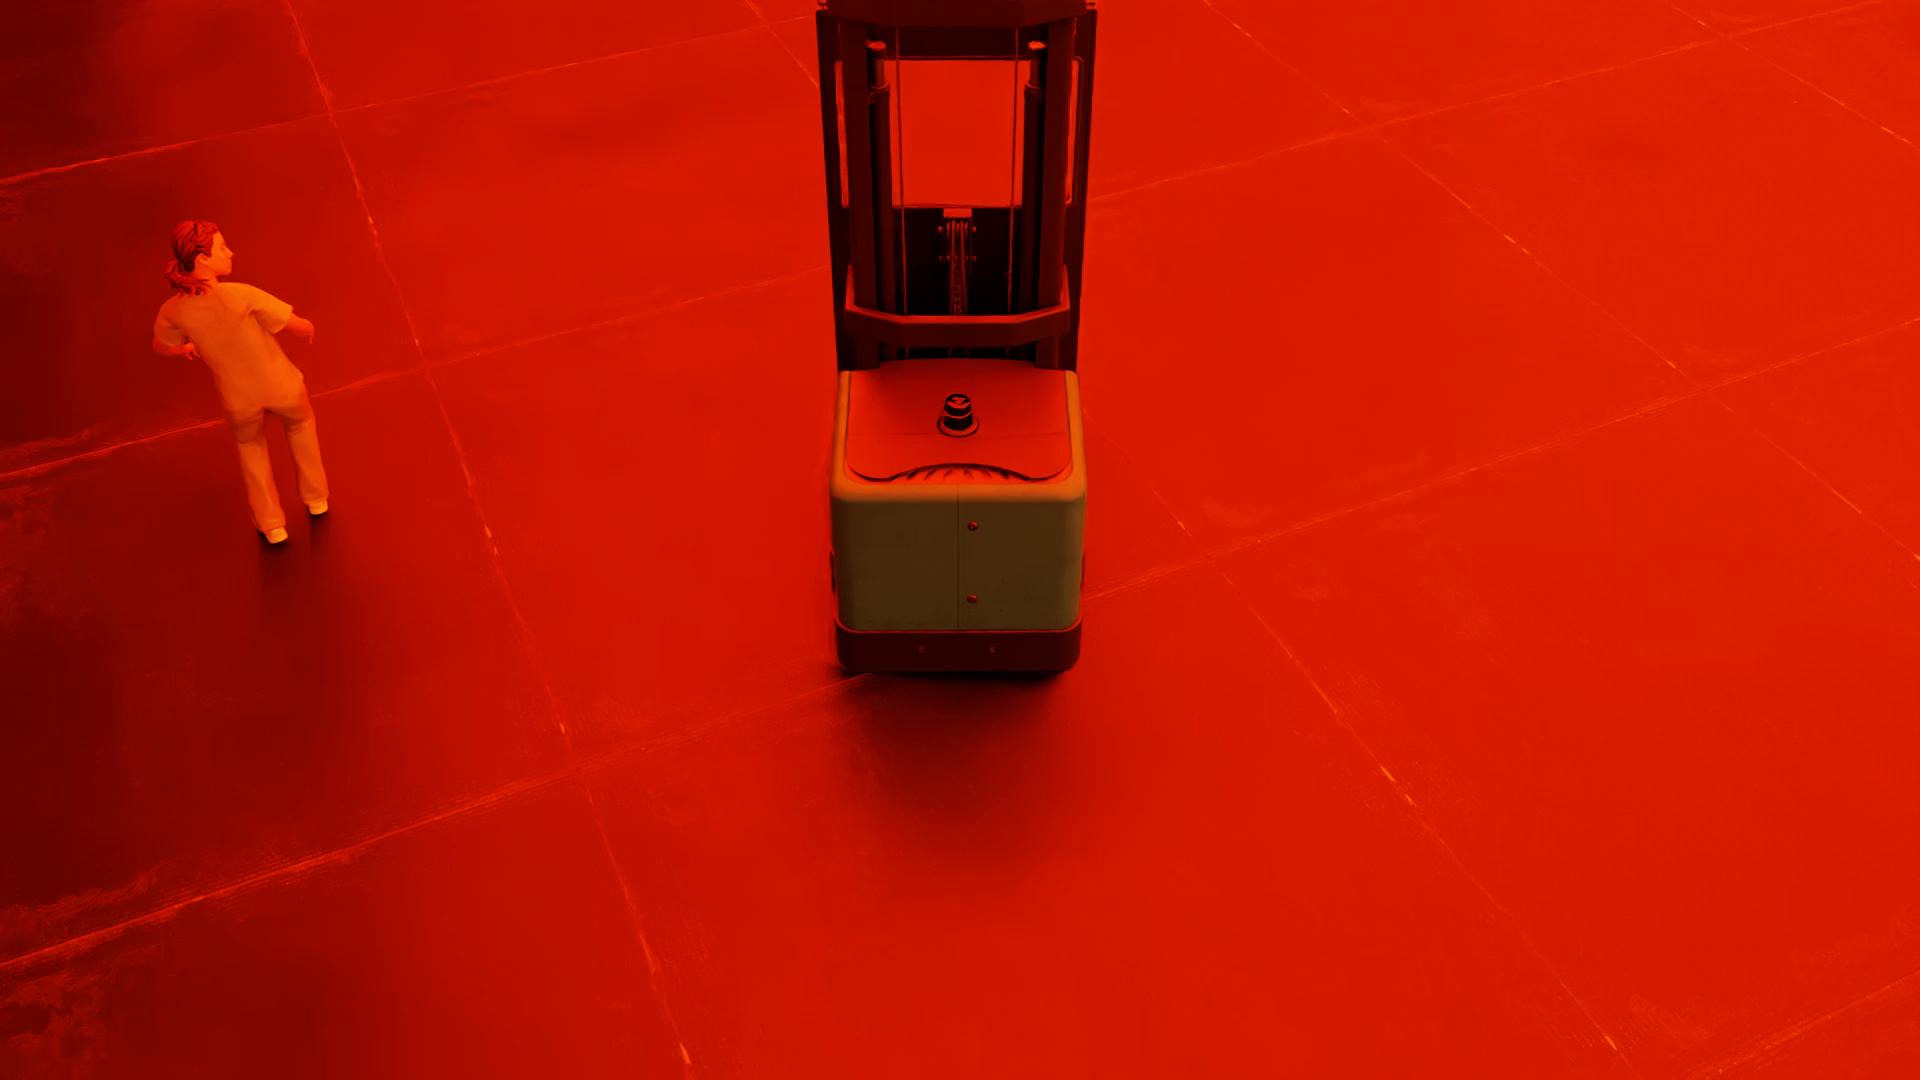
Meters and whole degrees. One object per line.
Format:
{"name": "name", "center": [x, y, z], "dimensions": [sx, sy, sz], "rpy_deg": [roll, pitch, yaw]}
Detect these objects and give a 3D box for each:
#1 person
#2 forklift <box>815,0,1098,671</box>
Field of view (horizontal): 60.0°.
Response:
{"name": "person", "center": [-3.176, -0.725, 7.452], "dimensions": [0.673, 1.621, 0.534], "rpy_deg": [-10, 44, -10]}
{"name": "forklift", "center": [-0.015, -1.491, 7.278], "dimensions": [1.130, 2.935, 3.031], "rpy_deg": [0, 43, 0]}
